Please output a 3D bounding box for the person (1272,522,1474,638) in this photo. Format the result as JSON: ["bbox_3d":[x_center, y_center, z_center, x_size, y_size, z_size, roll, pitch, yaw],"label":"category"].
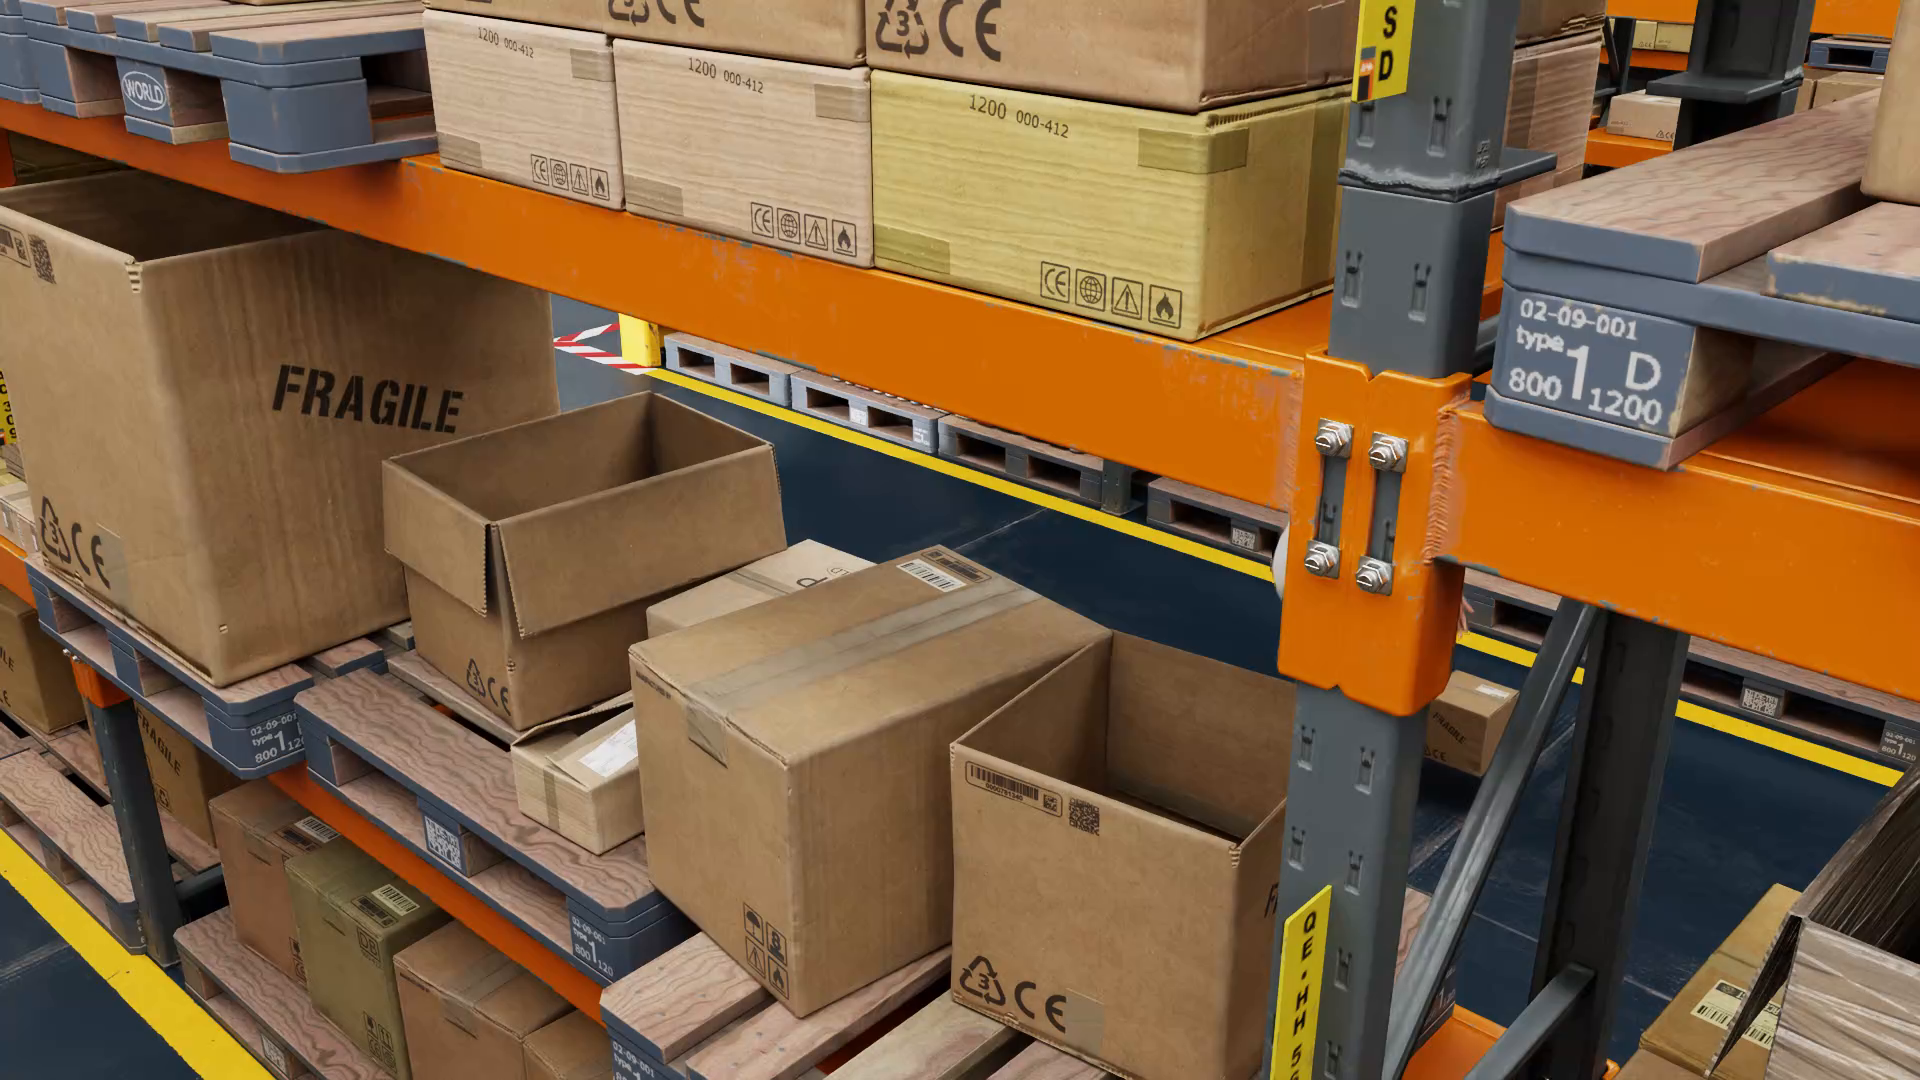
[{"bbox_3d":[1.518,0.161,6.162,0.700,1.454,0.630,20,30,38],"label":"person"}]
